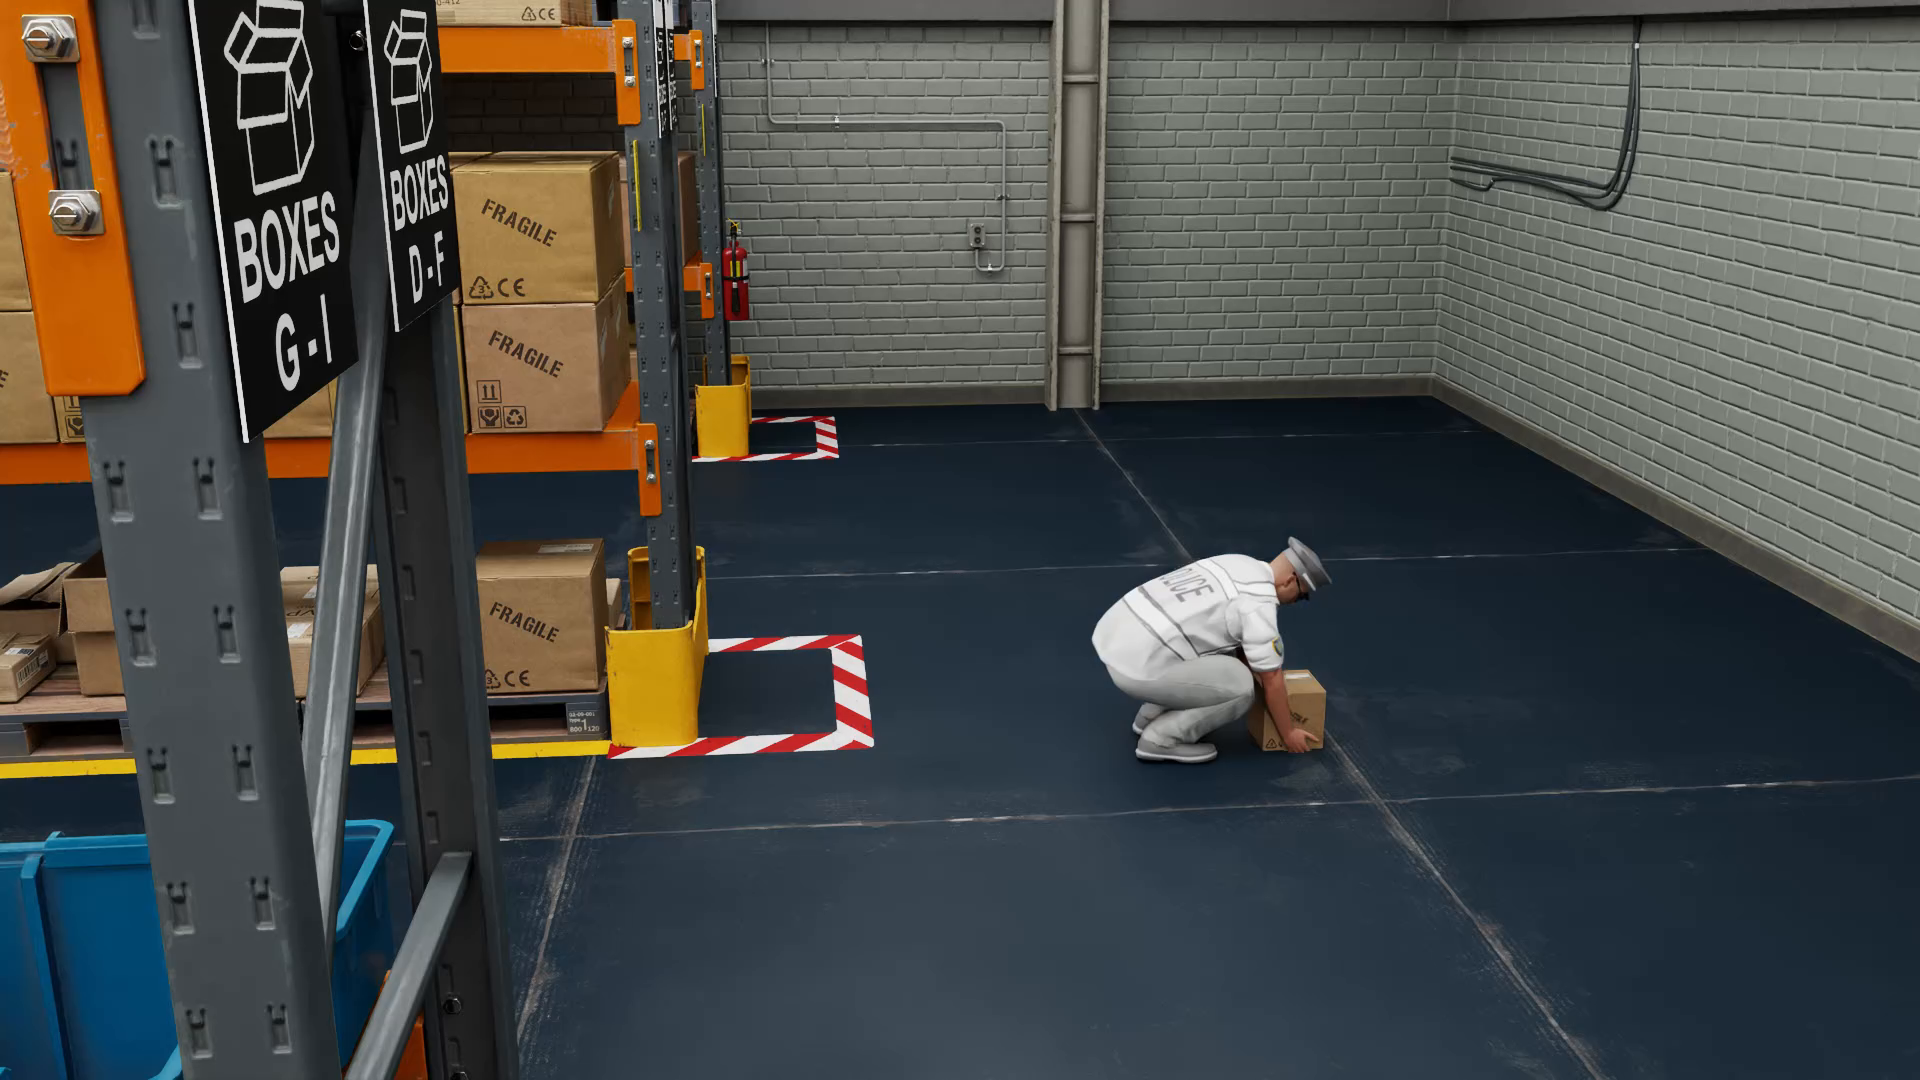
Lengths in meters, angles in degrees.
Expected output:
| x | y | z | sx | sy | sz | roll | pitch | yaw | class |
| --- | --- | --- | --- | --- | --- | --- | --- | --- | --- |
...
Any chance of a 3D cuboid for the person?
| x | y | z | sx | sy | sz | roll | pitch | yaw | class |
| --- | --- | --- | --- | --- | --- | --- | --- | --- | --- |
| 1.024 | 0.453 | 6.706 | 0.974 | 0.898 | 0.548 | -2 | 17 | -6 | person |
